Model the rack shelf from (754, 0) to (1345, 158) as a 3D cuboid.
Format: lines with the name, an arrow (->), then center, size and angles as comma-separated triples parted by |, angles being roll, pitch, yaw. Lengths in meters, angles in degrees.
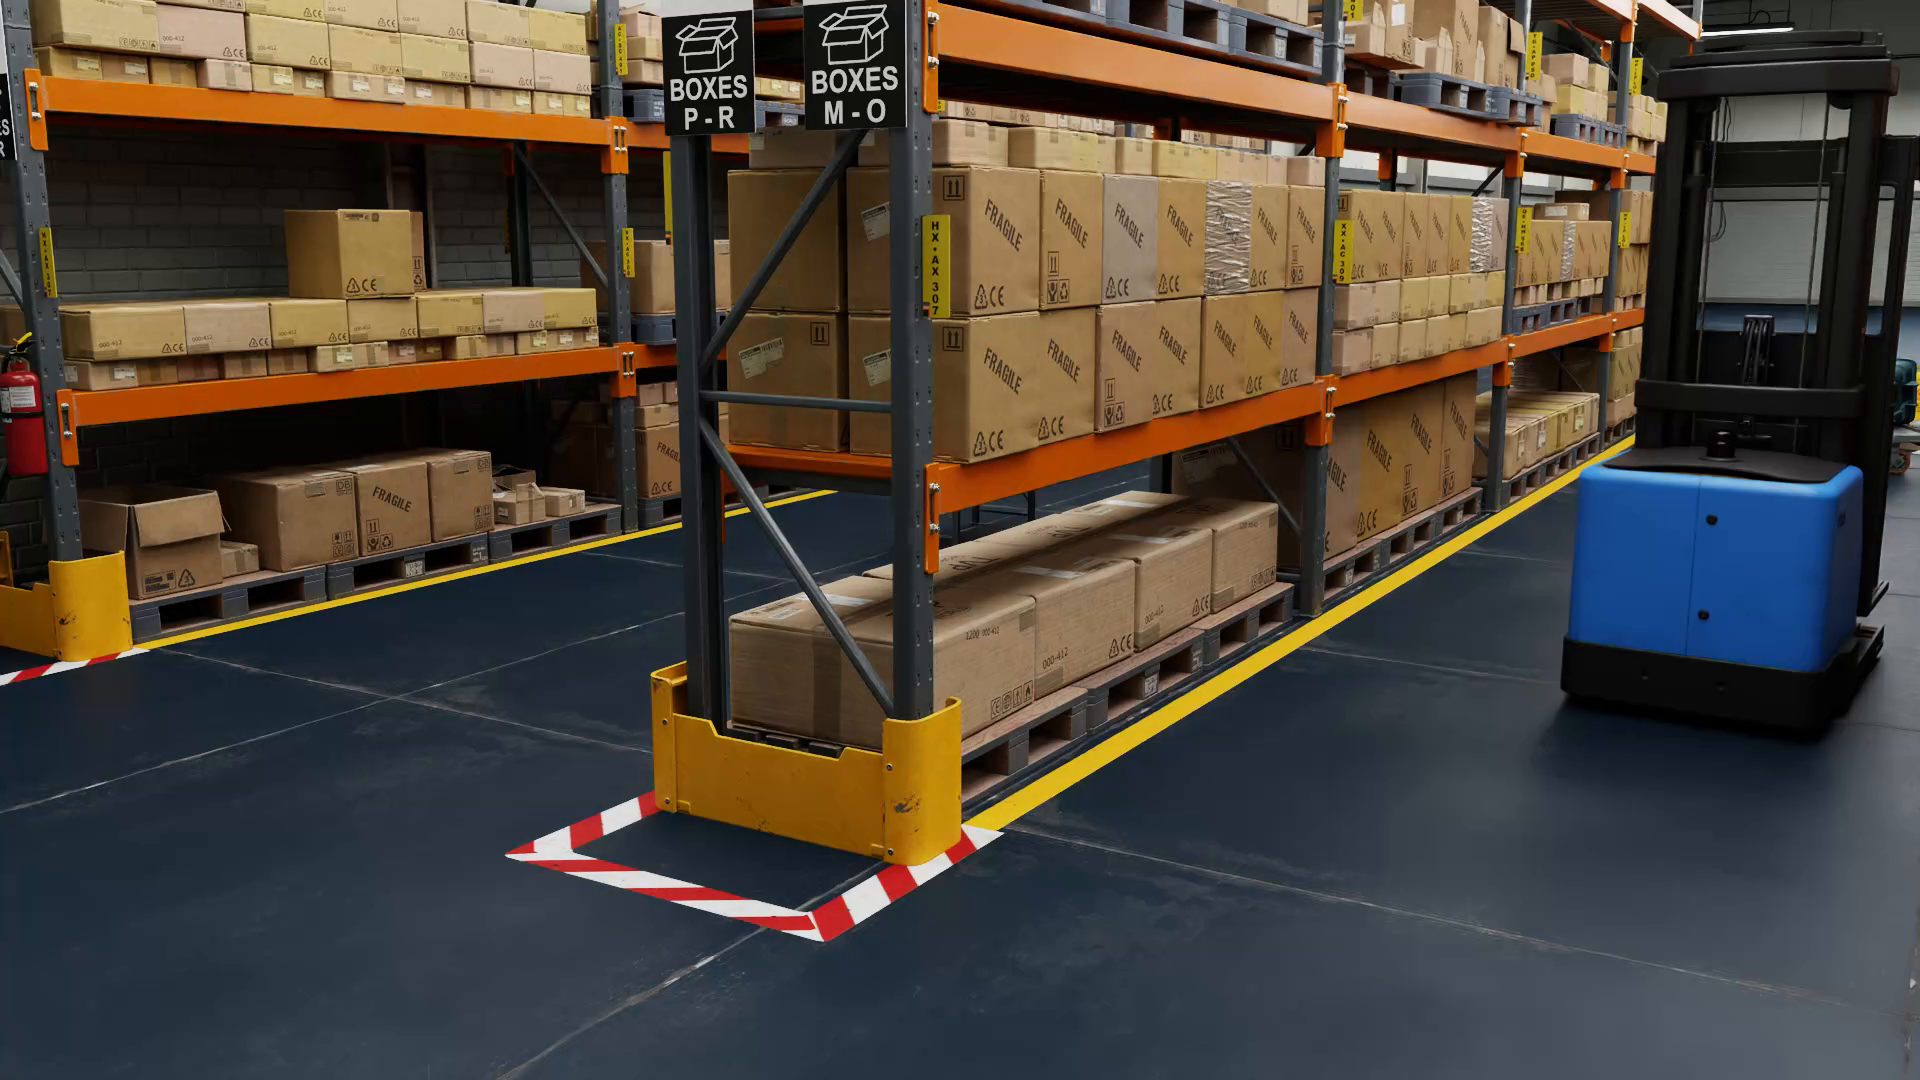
rack shelf -> 0.491, -1.902, 7.182 | 1.077, 0.370, 4.000 | 6, 12, 31

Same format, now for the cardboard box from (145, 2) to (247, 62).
cardboard box -> -4.081, -2.613, 8.623 | 0.500, 0.250, 0.500 | 7, 13, 32

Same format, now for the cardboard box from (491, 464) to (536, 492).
cardboard box -> -3.260, -0.373, 11.377 | 0.500, 0.311, 0.500 | 7, 13, 33

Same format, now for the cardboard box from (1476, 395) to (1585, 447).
cardboard box -> 5.042, -1.073, 14.948 | 0.950, 0.372, 0.625 | 7, 13, 34

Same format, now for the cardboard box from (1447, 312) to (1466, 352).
cardboard box -> 3.038, -1.388, 11.037 | 0.500, 0.250, 0.500 | 6, 12, 30

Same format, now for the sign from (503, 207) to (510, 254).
sign -> -3.191, -2.191, 11.776 | 0.100, 0.325, 0.005 | 6, 12, 31

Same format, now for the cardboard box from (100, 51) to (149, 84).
cardboard box -> -4.314, -2.363, 8.372 | 0.380, 0.149, 0.250 | 7, 12, 32

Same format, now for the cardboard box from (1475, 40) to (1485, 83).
cardboard box -> 3.190, -3.090, 10.795 | 0.396, 0.266, 0.258 | 6, 12, 29

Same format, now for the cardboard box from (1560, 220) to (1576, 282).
cardboard box -> 4.838, -2.420, 13.924 | 0.500, 0.500, 0.500 | 6, 12, 29

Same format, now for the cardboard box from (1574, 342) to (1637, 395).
cardboard box -> 6.488, -1.730, 16.752 | 0.500, 0.500, 0.500 | 7, 13, 33

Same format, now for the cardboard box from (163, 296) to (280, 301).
cardboard box -> -4.250, -1.269, 9.596 | 0.500, 0.250, 0.500 | 7, 13, 32

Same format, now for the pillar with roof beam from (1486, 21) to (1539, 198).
pillar with roof beam -> 15.408, -8.802, 33.930 | 9.100, 9.000, 0.548 | 6, 12, 31

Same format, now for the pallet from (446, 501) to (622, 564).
pallet -> -3.072, -0.091, 11.282 | 1.003, 0.211, 1.213 | 6, 12, 31

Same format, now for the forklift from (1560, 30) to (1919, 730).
forklift -> 3.938, -0.870, 8.049 | 1.130, 2.935, 3.031 | 7, 13, 34

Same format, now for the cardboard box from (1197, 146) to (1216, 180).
cardboard box -> 0.924, -1.682, 7.449 | 0.380, 0.149, 0.250 | 6, 12, 29

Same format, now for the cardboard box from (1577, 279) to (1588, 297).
cardboard box -> 5.267, -2.206, 14.541 | 0.380, 0.149, 0.250 | 7, 12, 31

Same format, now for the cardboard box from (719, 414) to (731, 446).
cardboard box -> -2.003, -0.687, 12.537 | 0.500, 0.500, 0.500 | 6, 12, 30

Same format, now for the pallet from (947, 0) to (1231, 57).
pallet -> 0.461, -2.208, 7.102 | 1.003, 0.211, 1.213 | 6, 12, 31

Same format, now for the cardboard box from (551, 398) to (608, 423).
cardboard box -> -2.770, -0.952, 12.190 | 0.380, 0.149, 0.250 | 6, 12, 28

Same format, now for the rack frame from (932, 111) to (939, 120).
rack frame -> -0.638, -5.148, 14.410 | 1.000, 3.000, 0.127 | 6, 12, 31

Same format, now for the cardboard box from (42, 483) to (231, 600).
cardboard box -> -4.393, -0.007, 8.898 | 0.797, 0.503, 0.637 | 6, 12, 28

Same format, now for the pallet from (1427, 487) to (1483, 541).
pallet -> 3.132, -0.238, 12.065 | 1.003, 0.211, 1.213 | 6, 12, 31

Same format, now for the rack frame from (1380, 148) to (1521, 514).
rack frame -> 3.606, -1.725, 12.433 | 1.000, 3.000, 0.127 | 6, 12, 31

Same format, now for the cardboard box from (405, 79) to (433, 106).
cardboard box -> -3.347, -2.639, 9.843 | 0.380, 0.149, 0.250 | 7, 12, 31

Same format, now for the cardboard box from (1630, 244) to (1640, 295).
cardboard box -> 6.390, -2.673, 16.417 | 0.500, 0.500, 0.500 | 6, 12, 30

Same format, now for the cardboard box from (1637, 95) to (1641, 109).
cardboard box -> 6.235, -4.159, 15.798 | 0.380, 0.149, 0.250 | 7, 13, 32

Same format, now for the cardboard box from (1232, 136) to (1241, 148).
cardboard box -> 3.213, -4.922, 20.307 | 0.396, 0.266, 0.258 | 6, 12, 31

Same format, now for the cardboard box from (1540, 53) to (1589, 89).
cardboard box -> 4.980, -3.941, 14.026 | 0.500, 0.250, 0.500 | 7, 12, 32

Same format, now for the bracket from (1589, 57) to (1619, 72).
bracket -> 16.709, -12.365, 43.183 | 0.076, 0.066, 4.783 | 6, 12, 31

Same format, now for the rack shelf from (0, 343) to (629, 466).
rack shelf -> -3.753, -0.902, 9.988 | 1.077, 0.370, 4.000 | 6, 12, 31

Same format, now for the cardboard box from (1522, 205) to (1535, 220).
cardboard box -> 5.136, -3.035, 15.443 | 0.380, 0.149, 0.250 | 6, 12, 30

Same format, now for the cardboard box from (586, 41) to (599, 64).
cardboard box -> -2.659, -3.381, 11.585 | 0.380, 0.149, 0.250 | 6, 12, 30

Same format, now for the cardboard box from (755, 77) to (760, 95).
cardboard box -> -1.692, -3.346, 12.209 | 0.380, 0.149, 0.250 | 6, 12, 30

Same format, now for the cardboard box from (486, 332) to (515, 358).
cardboard box -> -3.055, -1.247, 10.562 | 0.380, 0.149, 0.250 | 7, 13, 32

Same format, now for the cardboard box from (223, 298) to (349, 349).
cardboard box -> -3.804, -1.218, 9.323 | 0.500, 0.250, 0.500 | 6, 12, 30

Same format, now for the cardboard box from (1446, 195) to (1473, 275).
cardboard box -> 3.038, -2.001, 10.914 | 0.500, 0.500, 0.500 | 6, 12, 31

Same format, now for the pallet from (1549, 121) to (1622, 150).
pallet -> 5.271, -3.649, 15.070 | 1.213, 0.211, 1.003 | 6, 12, 31

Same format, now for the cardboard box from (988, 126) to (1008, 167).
cardboard box -> -0.051, -1.404, 5.965 | 0.380, 0.149, 0.250 | 7, 13, 32

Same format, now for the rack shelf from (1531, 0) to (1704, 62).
rack shelf -> 6.721, -5.262, 16.987 | 1.077, 0.370, 4.000 | 6, 12, 31

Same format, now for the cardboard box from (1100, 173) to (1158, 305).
cardboard box -> 0.468, -1.220, 6.743 | 0.500, 0.500, 0.500 | 6, 12, 30

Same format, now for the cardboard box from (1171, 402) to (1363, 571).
cardboard box -> 1.783, -0.363, 9.791 | 0.875, 0.875, 0.875 | 7, 13, 32

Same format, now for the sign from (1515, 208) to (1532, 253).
sign -> 4.082, -2.242, 12.046 | 0.100, 0.325, 0.005 | 6, 12, 31

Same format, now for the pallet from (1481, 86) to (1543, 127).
pallet -> 3.317, -3.000, 11.606 | 1.213, 0.211, 1.003 | 7, 13, 33

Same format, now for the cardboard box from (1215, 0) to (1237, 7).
cardboard box -> 0.857, -2.662, 7.590 | 0.797, 0.503, 0.637 | 8, 13, 35

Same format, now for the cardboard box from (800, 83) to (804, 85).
cardboard box -> -1.237, -3.655, 13.106 | 0.380, 0.149, 0.250 | 6, 12, 31

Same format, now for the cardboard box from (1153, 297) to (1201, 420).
cardboard box -> 0.711, -0.805, 7.246 | 0.500, 0.500, 0.500 | 7, 13, 33

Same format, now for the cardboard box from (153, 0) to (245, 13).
cardboard box -> -4.066, -2.857, 8.569 | 0.500, 0.250, 0.500 | 6, 12, 30

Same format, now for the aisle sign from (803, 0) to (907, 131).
aisle sign -> -0.337, -1.706, 5.264 | 0.394, 0.787, 0.004 | 6, 12, 31

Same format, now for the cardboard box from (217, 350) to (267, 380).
cardboard box -> -4.004, -0.966, 9.058 | 0.380, 0.149, 0.250 | 7, 13, 32

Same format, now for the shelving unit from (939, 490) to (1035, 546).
shelving unit -> 0.044, -0.751, 11.302 | 0.538, 1.500, 1.048 | 6, 12, 31

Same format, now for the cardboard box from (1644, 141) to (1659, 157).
cardboard box -> 6.798, -3.925, 16.715 | 0.380, 0.149, 0.250 | 6, 12, 30

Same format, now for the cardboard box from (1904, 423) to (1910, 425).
cardboard box -> 9.011, -1.238, 16.615 | 0.797, 0.503, 0.637 | -2, 11, -9

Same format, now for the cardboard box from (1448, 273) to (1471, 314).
cardboard box -> 3.060, -1.633, 10.991 | 0.500, 0.250, 0.500 | 6, 12, 29

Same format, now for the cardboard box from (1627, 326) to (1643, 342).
cardboard box -> 6.739, -2.101, 16.971 | 0.380, 0.149, 0.250 | 7, 13, 34

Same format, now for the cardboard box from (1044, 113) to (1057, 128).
cardboard box -> 0.727, -4.111, 16.295 | 0.380, 0.149, 0.250 | 6, 12, 30
